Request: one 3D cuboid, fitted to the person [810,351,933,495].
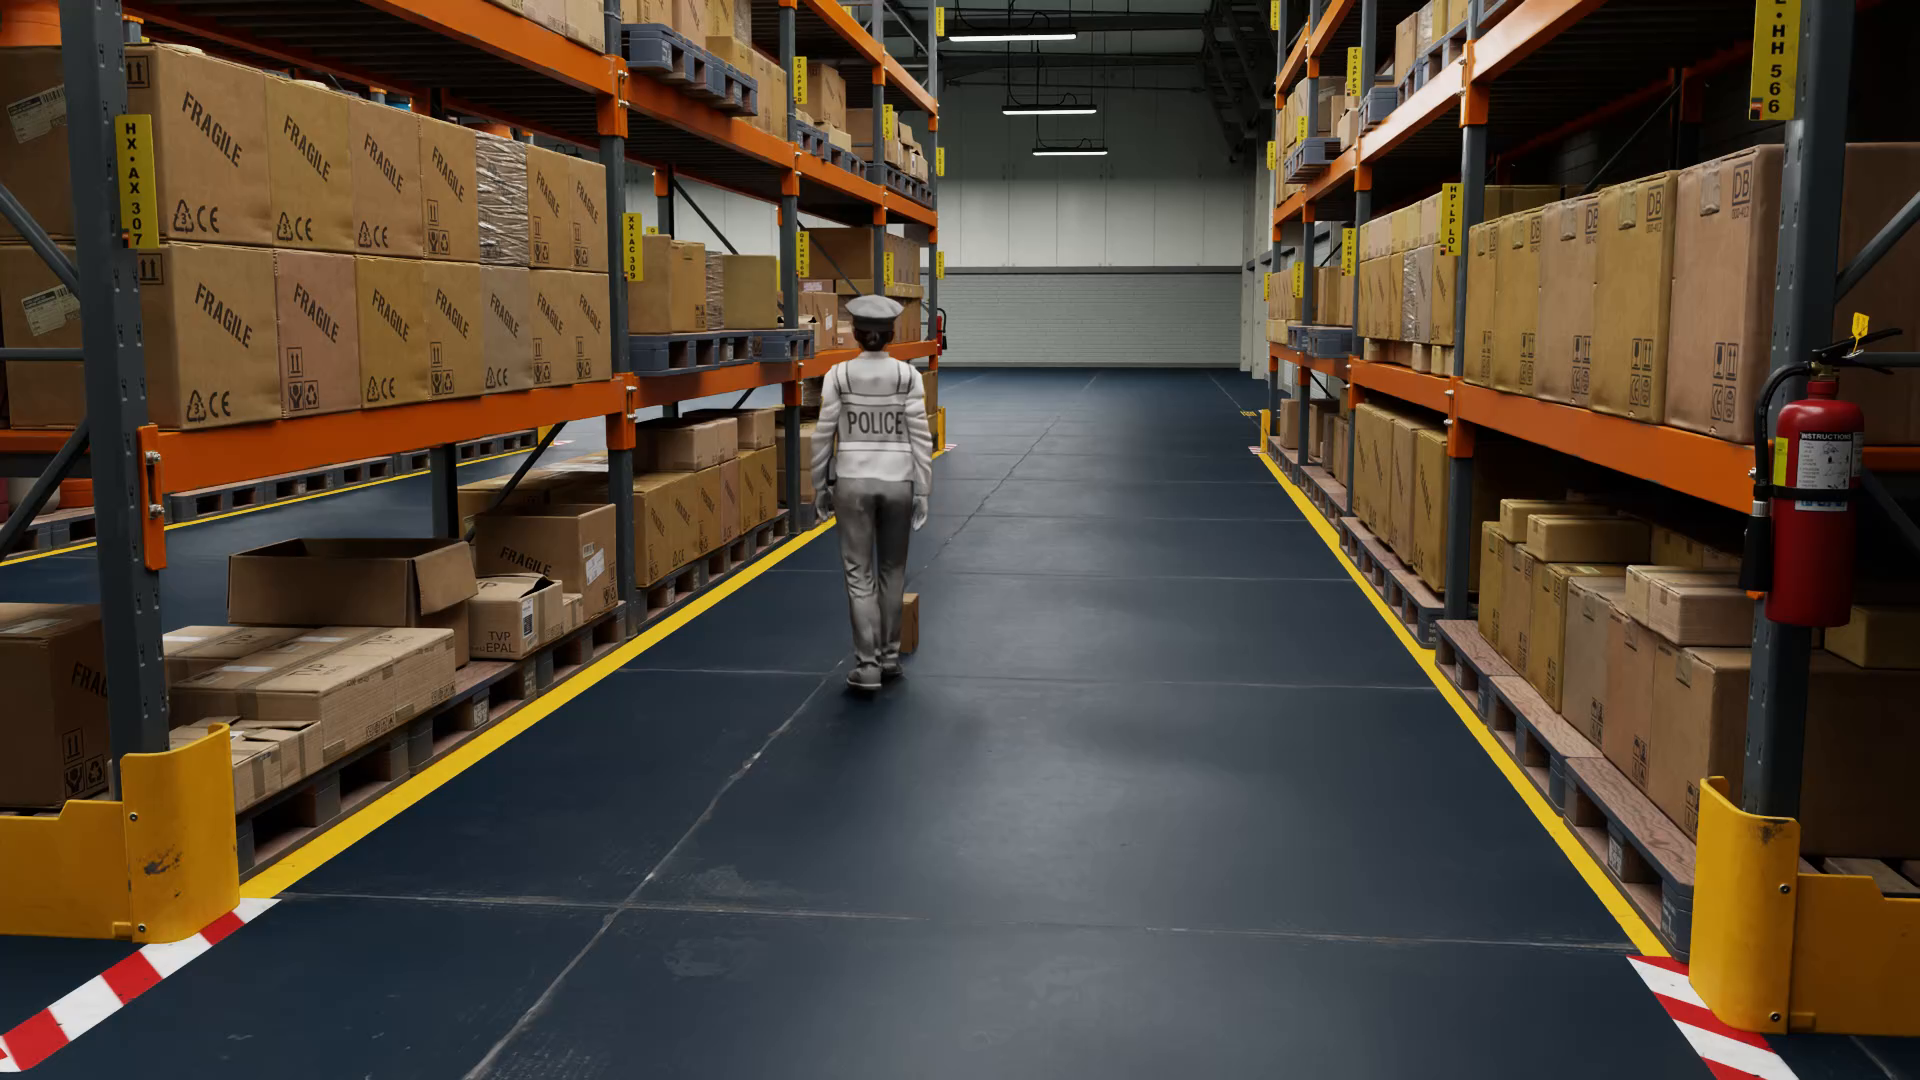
[{"bbox_3d":[-0.384,-0.501,7.102,0.505,0.612,0.338,-2,8,-15],"label":"person"}]
